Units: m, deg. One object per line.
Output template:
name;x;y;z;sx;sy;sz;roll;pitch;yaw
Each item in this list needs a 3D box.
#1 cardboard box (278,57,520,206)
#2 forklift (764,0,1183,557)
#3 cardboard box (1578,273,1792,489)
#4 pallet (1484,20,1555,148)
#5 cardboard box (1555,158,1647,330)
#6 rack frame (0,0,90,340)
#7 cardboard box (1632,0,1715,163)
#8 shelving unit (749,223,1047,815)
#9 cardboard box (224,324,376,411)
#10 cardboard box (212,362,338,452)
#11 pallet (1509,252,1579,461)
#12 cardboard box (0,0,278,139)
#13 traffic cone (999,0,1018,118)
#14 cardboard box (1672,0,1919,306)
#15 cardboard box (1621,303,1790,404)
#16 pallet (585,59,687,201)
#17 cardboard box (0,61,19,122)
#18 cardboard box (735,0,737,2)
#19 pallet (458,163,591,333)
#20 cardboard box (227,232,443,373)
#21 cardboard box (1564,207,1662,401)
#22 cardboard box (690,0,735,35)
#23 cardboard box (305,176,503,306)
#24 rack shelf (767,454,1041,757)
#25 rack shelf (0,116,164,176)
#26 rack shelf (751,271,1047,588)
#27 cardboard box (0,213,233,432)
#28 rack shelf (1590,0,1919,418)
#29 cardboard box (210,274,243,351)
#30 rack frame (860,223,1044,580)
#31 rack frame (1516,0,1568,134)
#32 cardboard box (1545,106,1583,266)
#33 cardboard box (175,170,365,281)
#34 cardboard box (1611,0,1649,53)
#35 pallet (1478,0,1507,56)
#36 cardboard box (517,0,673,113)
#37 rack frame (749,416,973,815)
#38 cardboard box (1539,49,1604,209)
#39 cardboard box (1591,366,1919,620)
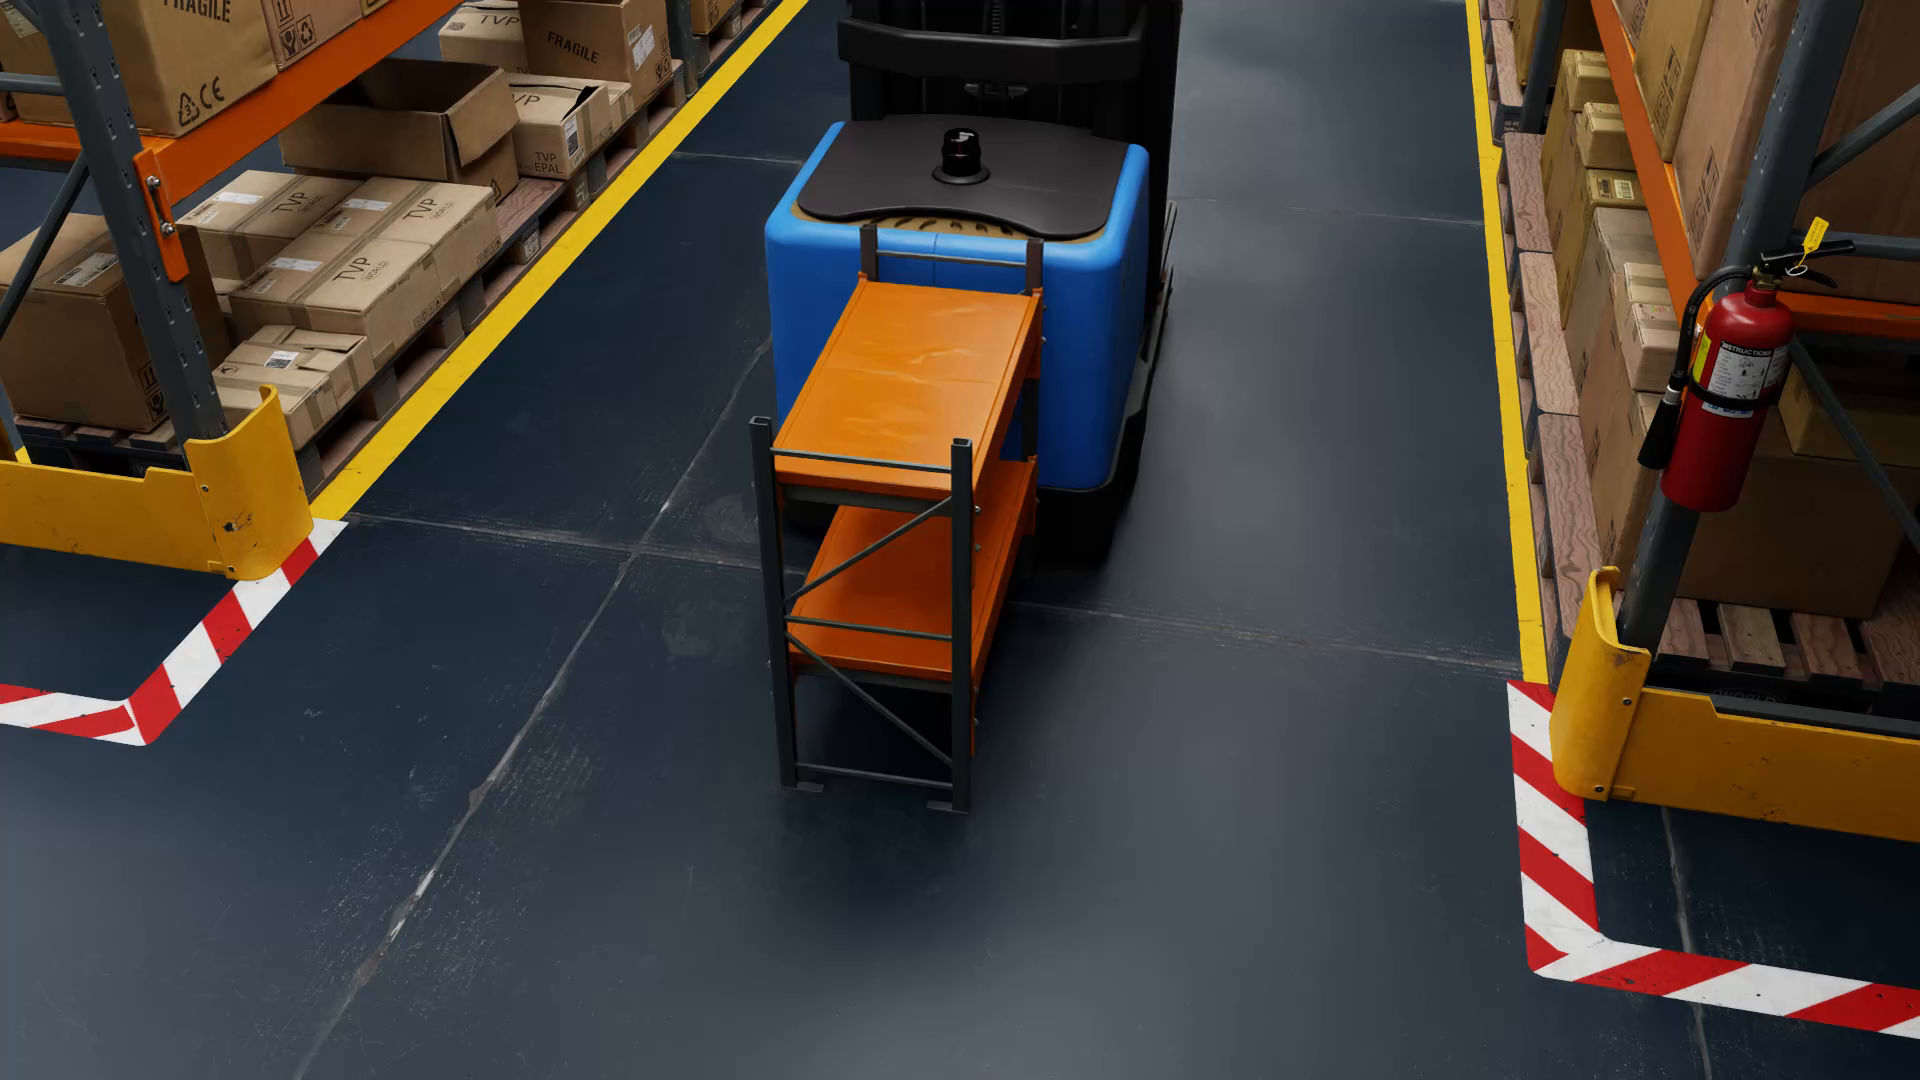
cardboard box;-2.214;-1.593;6.644;0.797;0.503;0.637;7;37;10
forklift;0.220;-1.998;5.509;1.130;2.935;3.031;7;36;9
cardboard box;2.327;-0.450;5.086;0.700;0.500;0.500;7;37;10
pallet;3.114;-2.207;8.115;1.003;0.211;1.213;7;37;10
cardboard box;2.540;-1.045;5.907;0.700;0.500;0.500;8;37;11
rack frame;-2.669;-1.209;4.363;0.949;2.616;0.053;7;37;10
cardboard box;2.412;-1.425;4.404;0.980;0.700;0.700;7;37;10
shelving unit;-0.122;-0.078;4.398;0.538;1.125;1.048;7;36;9
cardboard box;-2.193;-0.581;5.535;0.380;0.166;0.250;7;37;10
cardboard box;-2.247;-0.431;5.342;0.380;0.149;0.250;7;37;10
pallet;2.525;-0.627;5.936;1.003;0.211;1.213;7;37;10
cardboard box;-2.319;-1.472;4.639;0.500;0.500;0.500;8;37;11
traffic cone;0.165;-1.416;5.358;0.062;1.202;0.307;7;37;10
cardboard box;2.267;-1.006;3.826;0.980;0.700;0.700;9;37;12
cardboard box;2.070;-0.522;4.633;0.380;0.149;0.250;7;37;9
pallet;-1.965;-1.980;7.802;1.003;0.211;1.213;7;37;10
cardboard box;-2.842;-1.541;4.735;0.500;0.500;0.500;8;37;11
cardboard box;-1.373;-3.223;8.896;0.500;0.500;0.500;8;37;11
pallet;-2.224;-1.279;6.835;1.003;0.211;1.213;7;37;10
cardboard box;-2.172;-0.837;5.817;0.500;0.250;0.500;7;37;10
cardboard box;2.434;-0.738;5.484;0.700;0.500;0.500;6;36;8
cardboard box;-1.476;-2.916;8.472;0.500;0.500;0.500;6;36;8
cardboard box;-2.065;-1.124;6.213;0.500;0.250;0.500;7;37;10
rack shelf;-0.122;0.120;4.542;0.538;0.278;1.000;7;36;9
rack shelf;-2.245;-2.144;6.099;0.919;0.124;3.809;7;37;10
rack shelf;-0.122;-0.315;4.227;0.538;0.278;1.000;7;36;9
cardboard box;-2.796;-0.718;5.440;0.500;0.500;0.500;7;37;10
rack shelf;2.596;-1.446;5.303;1.077;0.370;4.000;7;37;10
cardboard box;-2.622;-0.804;5.843;0.380;0.166;0.250;7;37;10
rack frame;-0.024;-0.370;4.802;0.500;1.125;0.032;7;36;9
rack frame;3.023;-2.884;6.673;1.000;3.000;0.127;7;37;10
cardboard box;2.652;-1.339;6.313;0.700;0.500;0.500;7;37;9
cardboard box;-2.564;-1.158;6.260;0.500;0.250;0.500;7;37;10
cardboard box;2.584;-1.861;5.005;0.980;0.700;0.700;6;36;8
pallet;3.372;-2.908;9.083;1.003;0.211;1.213;7;37;10
cardboard box;-1.662;-2.307;7.632;0.500;0.500;0.500;7;37;10
rack frame;-0.220;0.215;3.995;0.500;1.125;0.032;7;36;9
cardboard box;2.763;-1.626;6.710;0.700;0.500;0.500;8;37;11
cardboard box;2.220;-0.163;4.691;0.700;0.500;0.500;7;37;10
